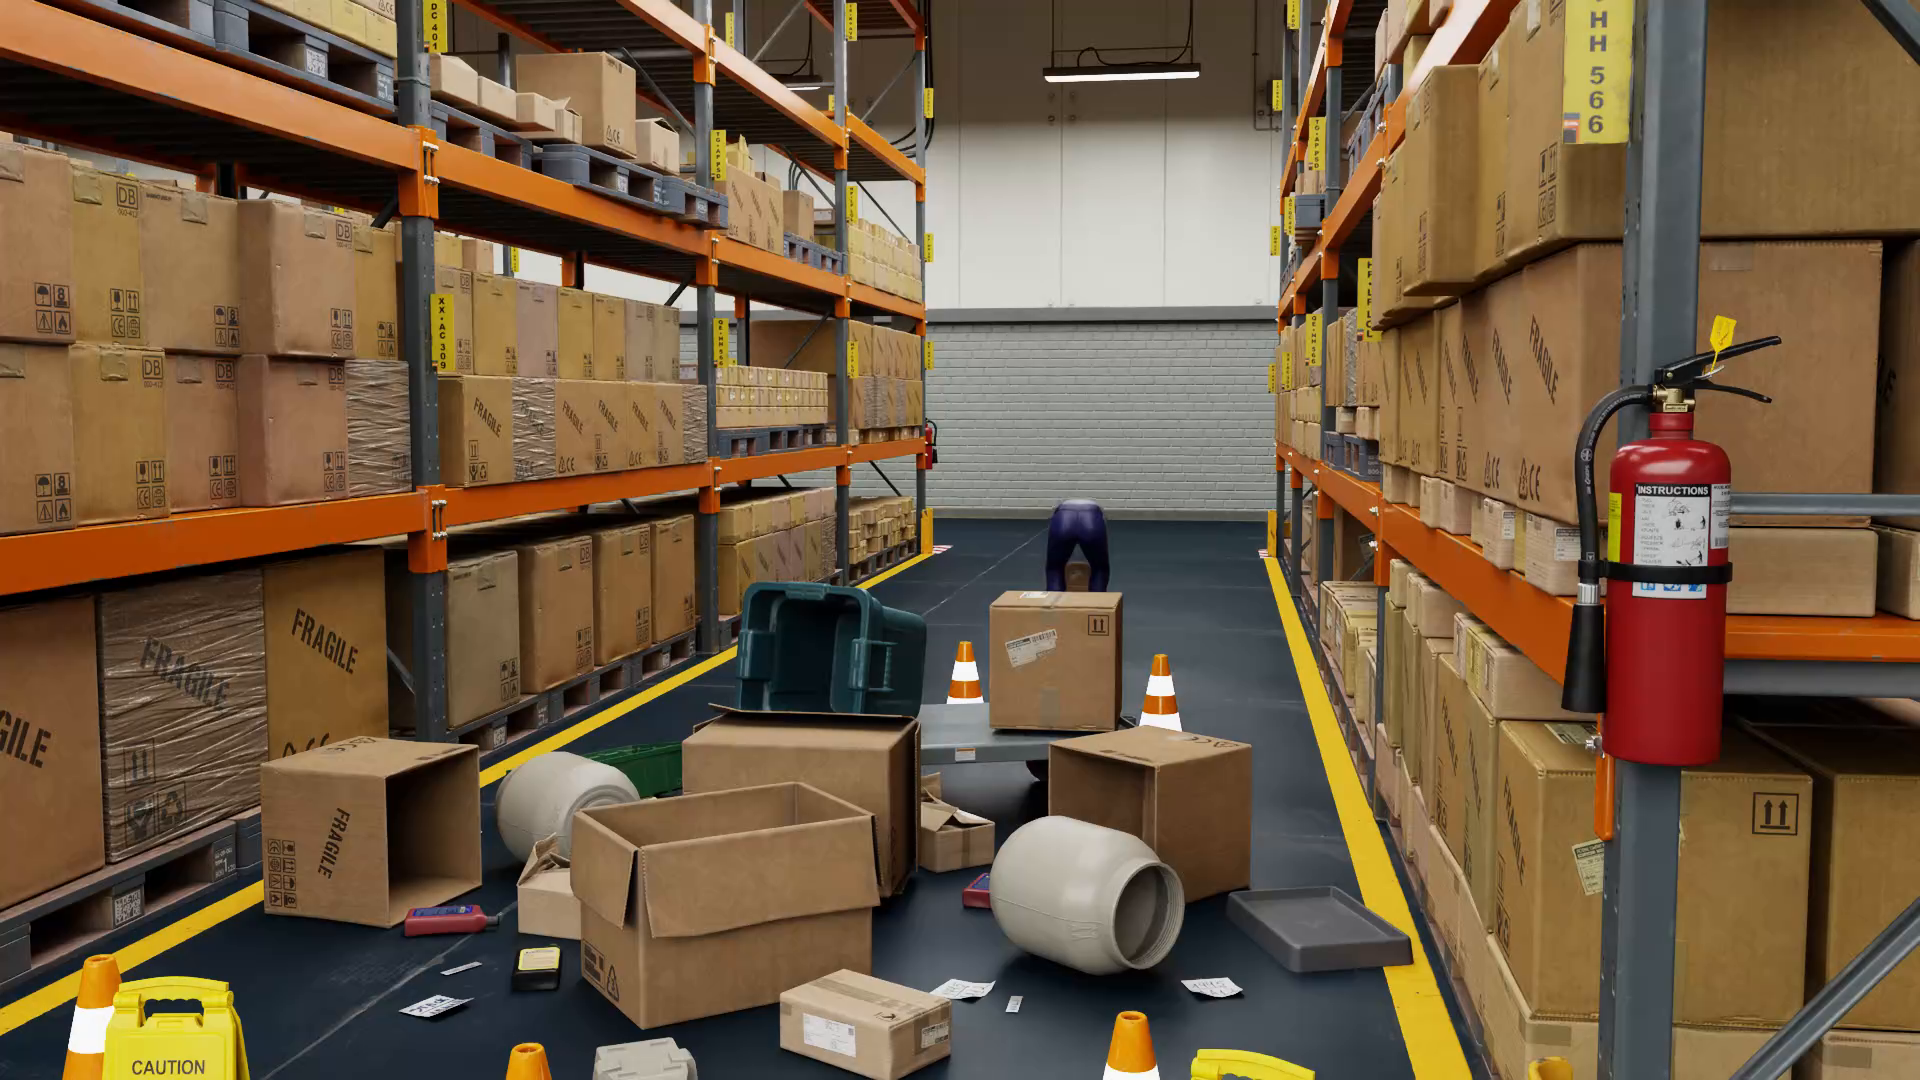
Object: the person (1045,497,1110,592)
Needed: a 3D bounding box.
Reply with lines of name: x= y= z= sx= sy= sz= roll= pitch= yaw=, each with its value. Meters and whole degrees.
person: x=0.893 y=0.175 z=12.458 sx=0.468 sy=0.989 sz=0.855 roll=1 pitch=5 yaw=6
